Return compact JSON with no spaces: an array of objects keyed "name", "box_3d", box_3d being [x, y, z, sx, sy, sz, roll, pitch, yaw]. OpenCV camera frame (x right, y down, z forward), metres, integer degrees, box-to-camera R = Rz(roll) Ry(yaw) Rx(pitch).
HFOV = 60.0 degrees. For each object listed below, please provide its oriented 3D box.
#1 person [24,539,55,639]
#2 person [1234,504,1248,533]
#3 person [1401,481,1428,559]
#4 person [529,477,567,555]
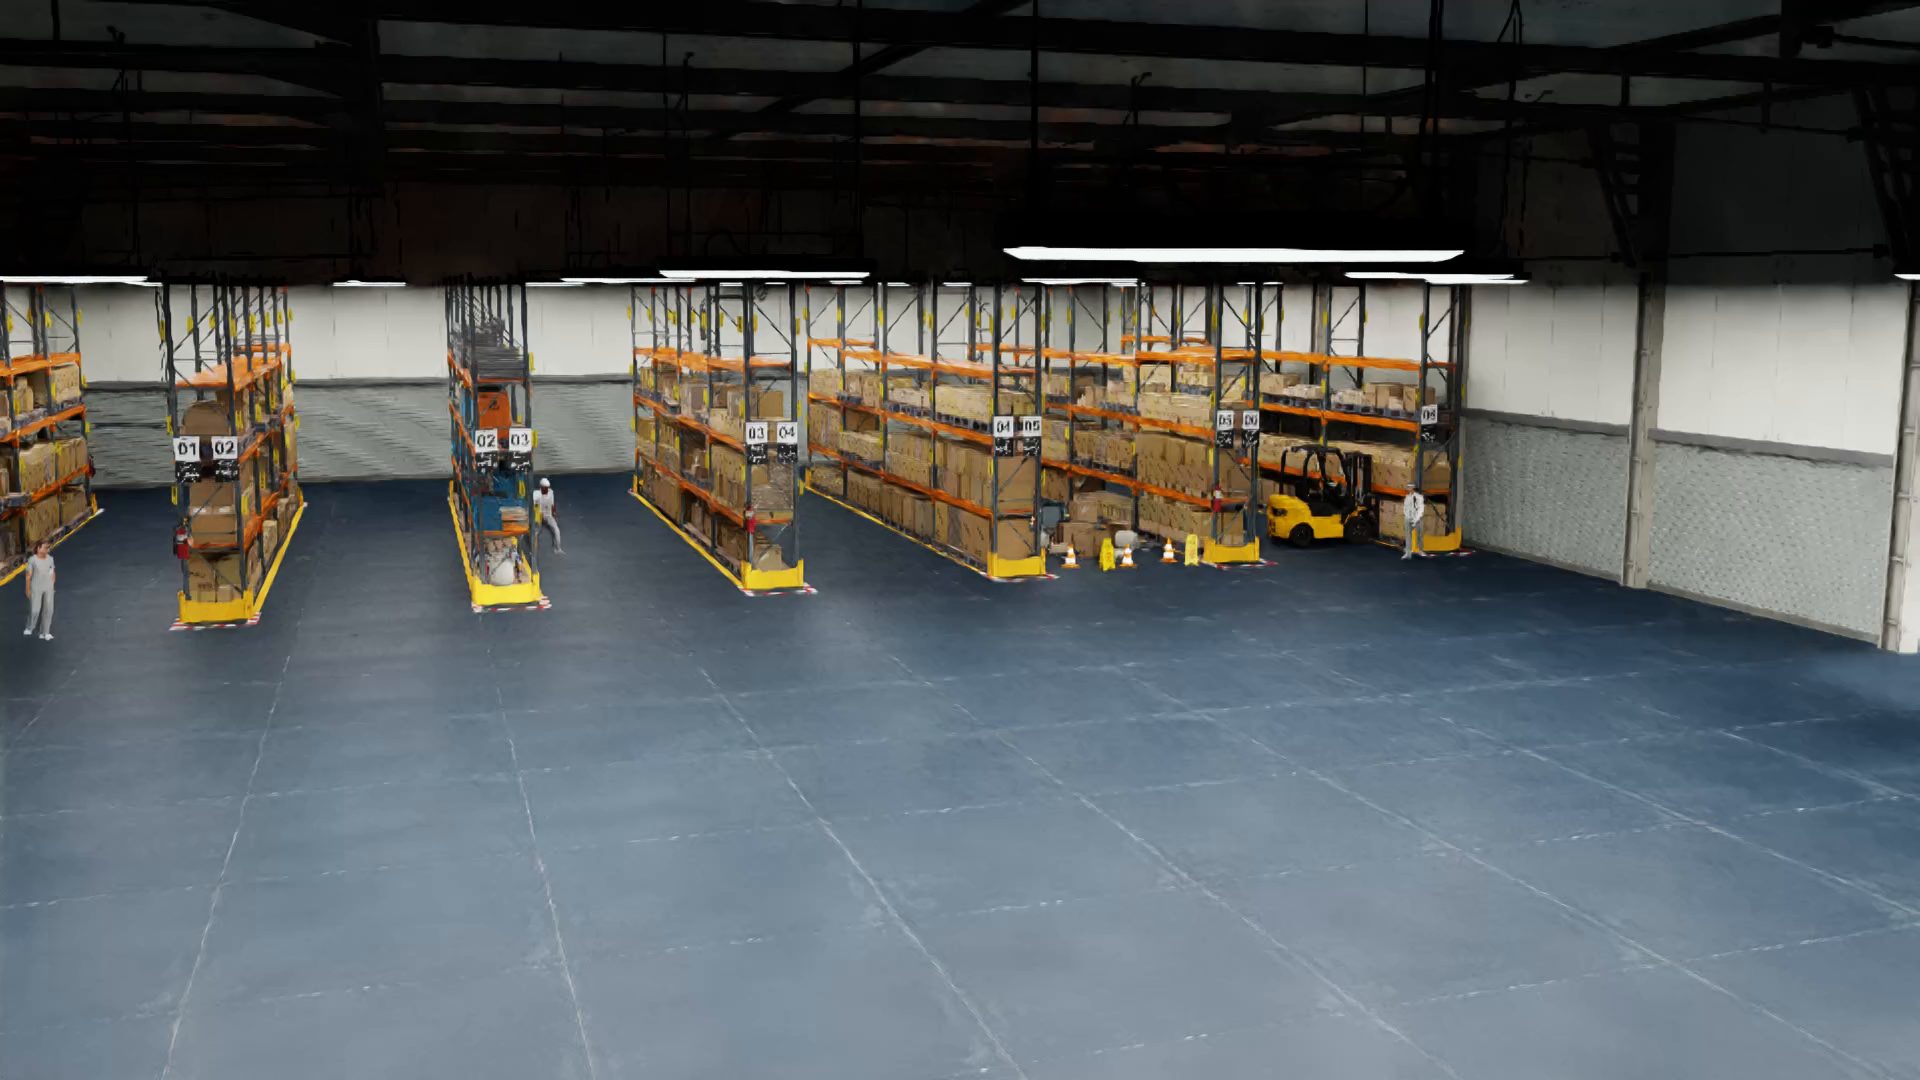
[{"name":"person","box_3d":[-15.136,0.803,27.310,0.527,1.659,0.506,6,10,35]},{"name":"person","box_3d":[6.533,-0.964,39.088,0.527,1.592,0.522,2,9,13]},{"name":"person","box_3d":[9.700,-0.437,35.485,0.496,1.658,0.677,8,12,43]},{"name":"person","box_3d":[-8.954,-0.510,35.743,0.699,1.697,0.801,-7,11,-38]}]
